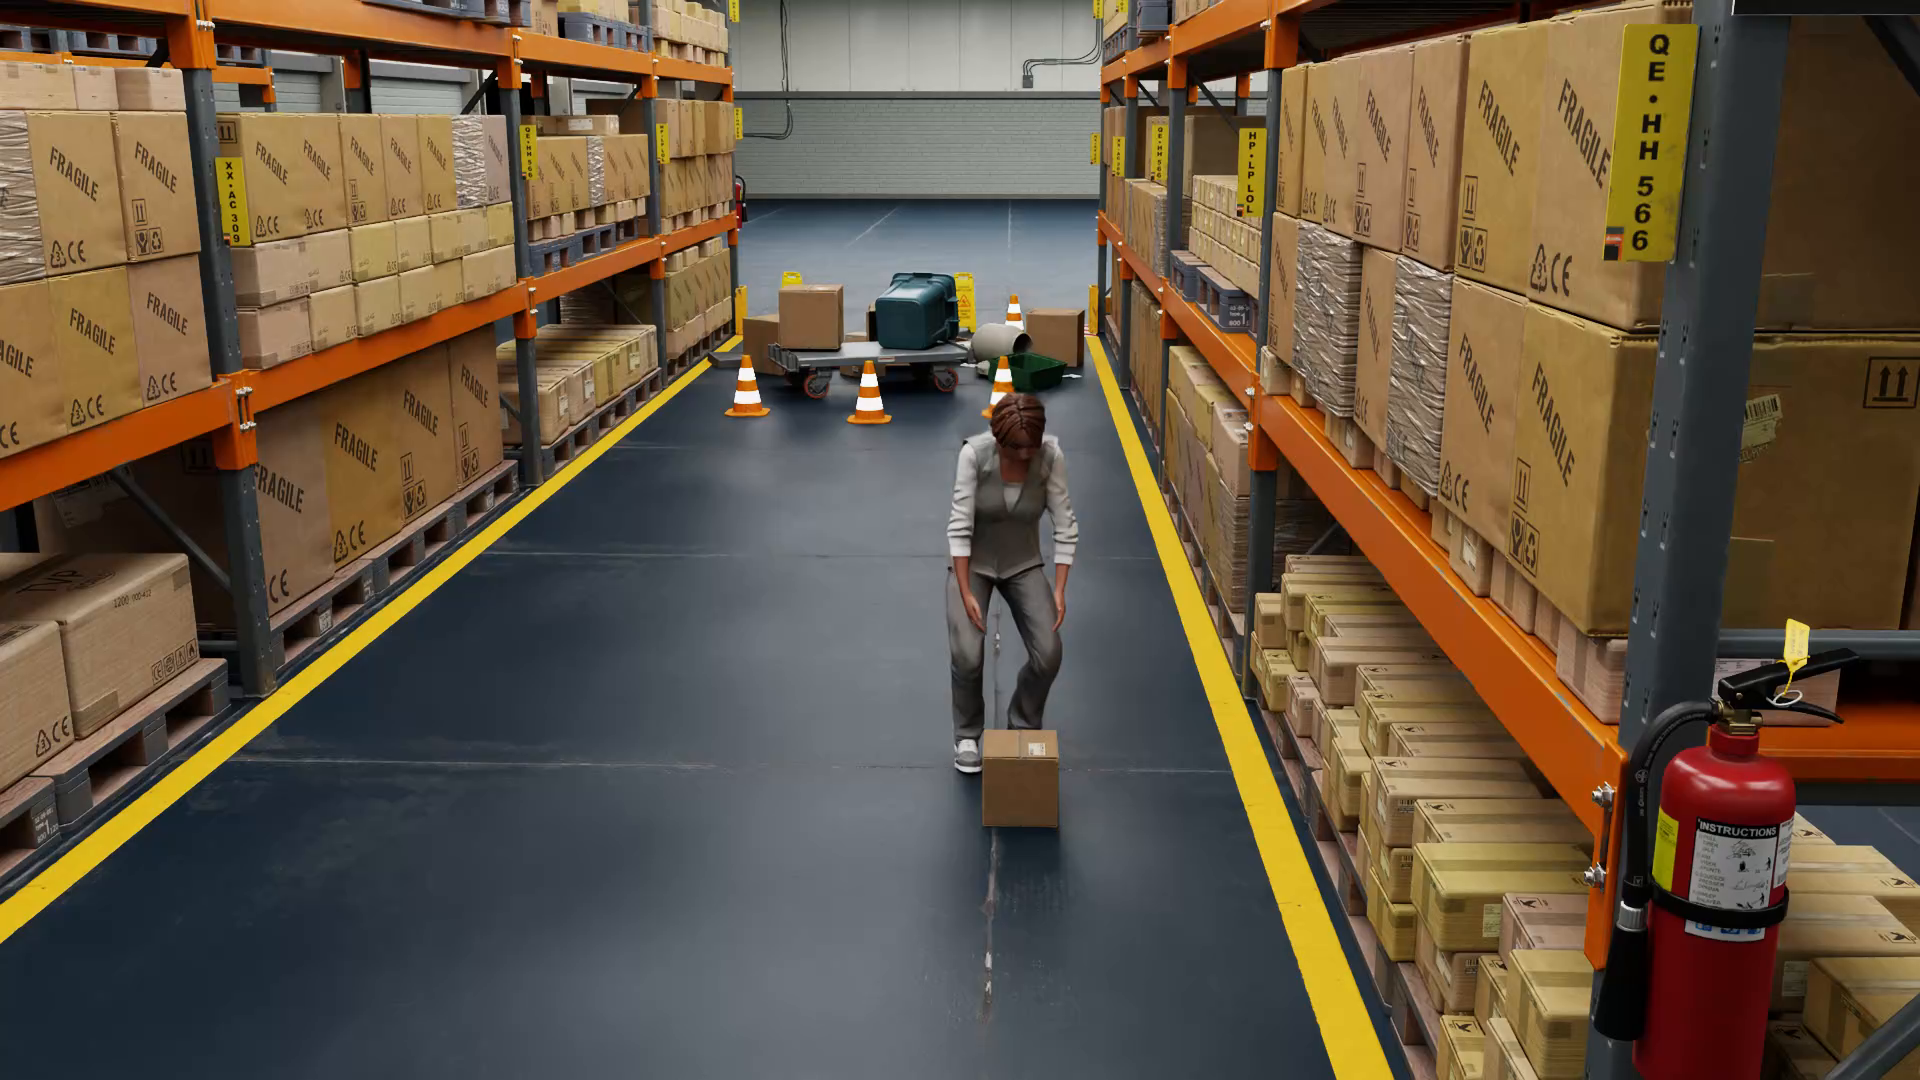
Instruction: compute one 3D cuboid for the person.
[{"bbox_3d":[0.175,0.143,5.882,0.458,1.400,0.581,-2,14,-6],"label":"person"}]
